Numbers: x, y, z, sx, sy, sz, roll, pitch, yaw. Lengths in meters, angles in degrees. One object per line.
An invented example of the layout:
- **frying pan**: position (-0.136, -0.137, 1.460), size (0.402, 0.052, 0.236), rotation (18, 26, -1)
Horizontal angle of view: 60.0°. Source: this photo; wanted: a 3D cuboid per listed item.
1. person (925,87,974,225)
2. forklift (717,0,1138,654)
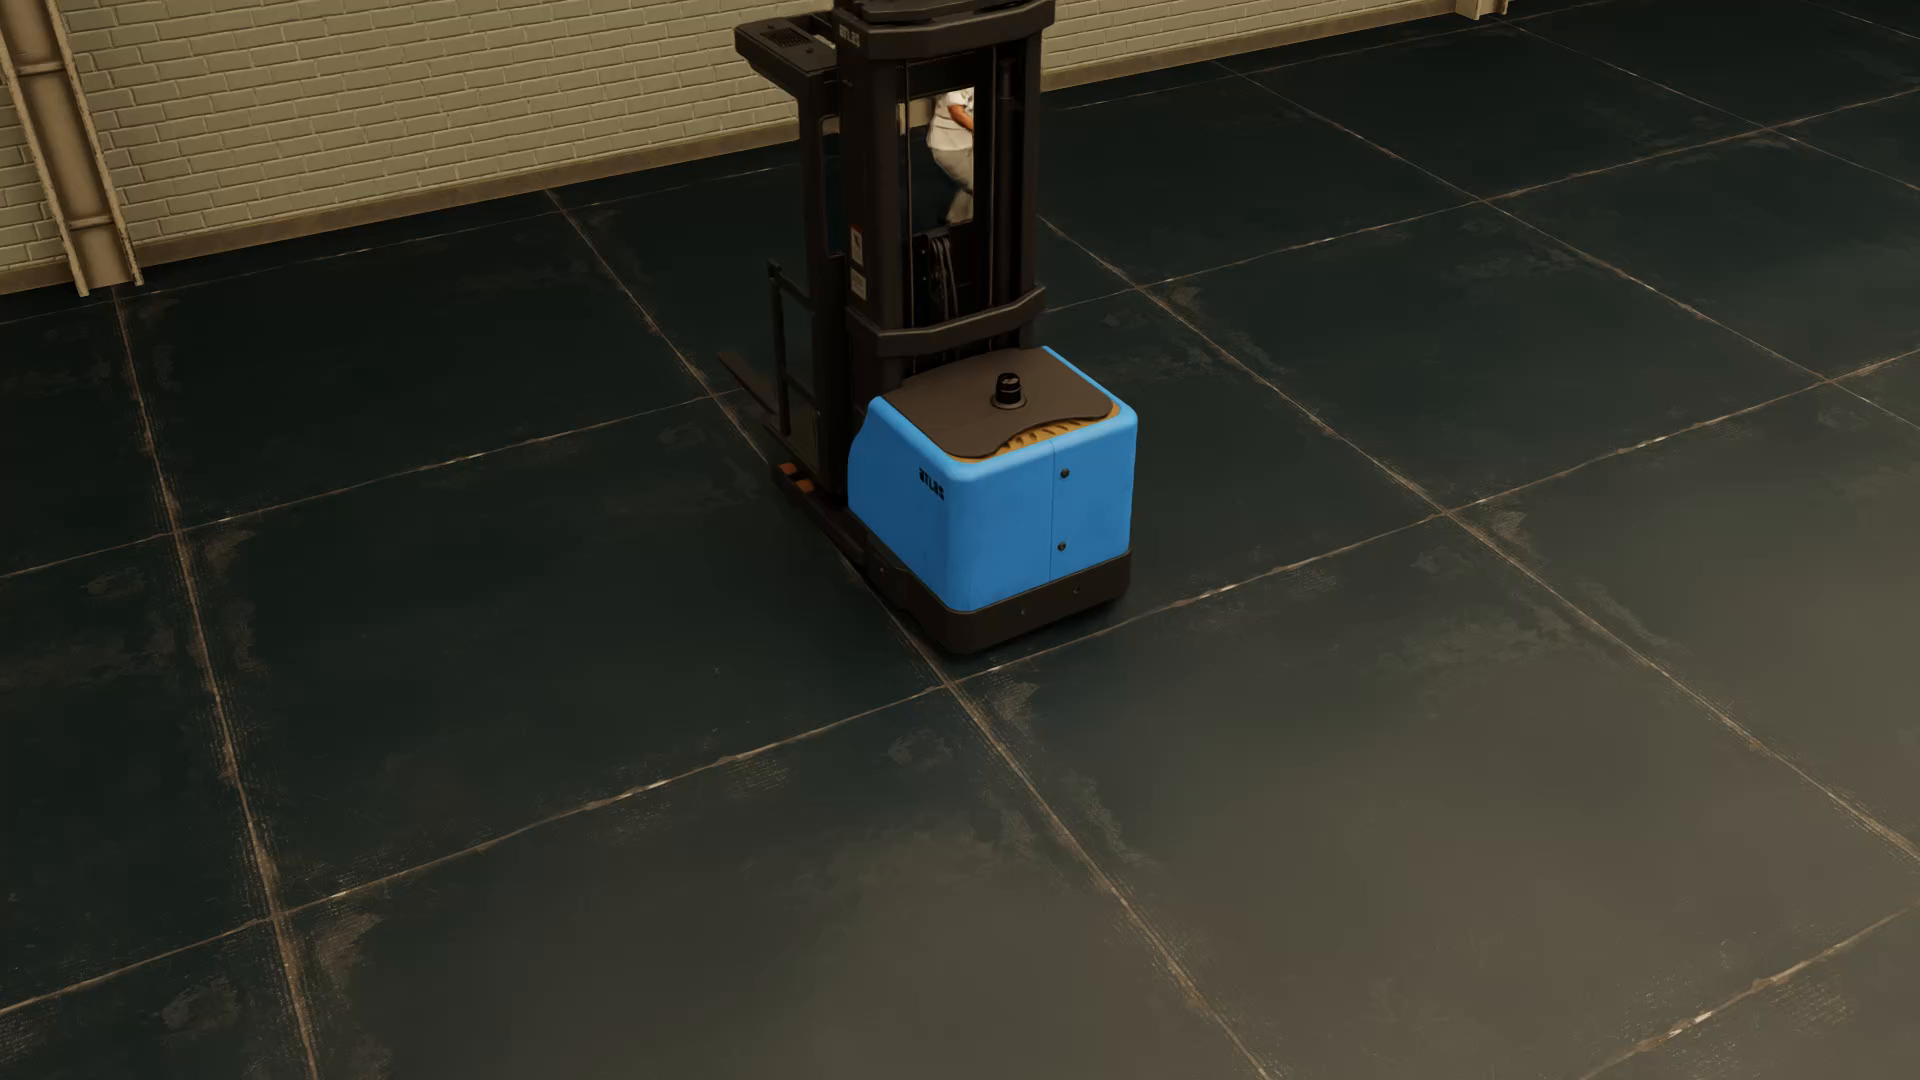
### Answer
- **person**: position (0.076, -2.639, 11.046), size (0.611, 1.620, 0.719), rotation (-3, 35, -4)
- **forklift**: position (-0.364, -1.483, 8.222), size (1.130, 2.935, 3.031), rotation (-20, 40, -25)
